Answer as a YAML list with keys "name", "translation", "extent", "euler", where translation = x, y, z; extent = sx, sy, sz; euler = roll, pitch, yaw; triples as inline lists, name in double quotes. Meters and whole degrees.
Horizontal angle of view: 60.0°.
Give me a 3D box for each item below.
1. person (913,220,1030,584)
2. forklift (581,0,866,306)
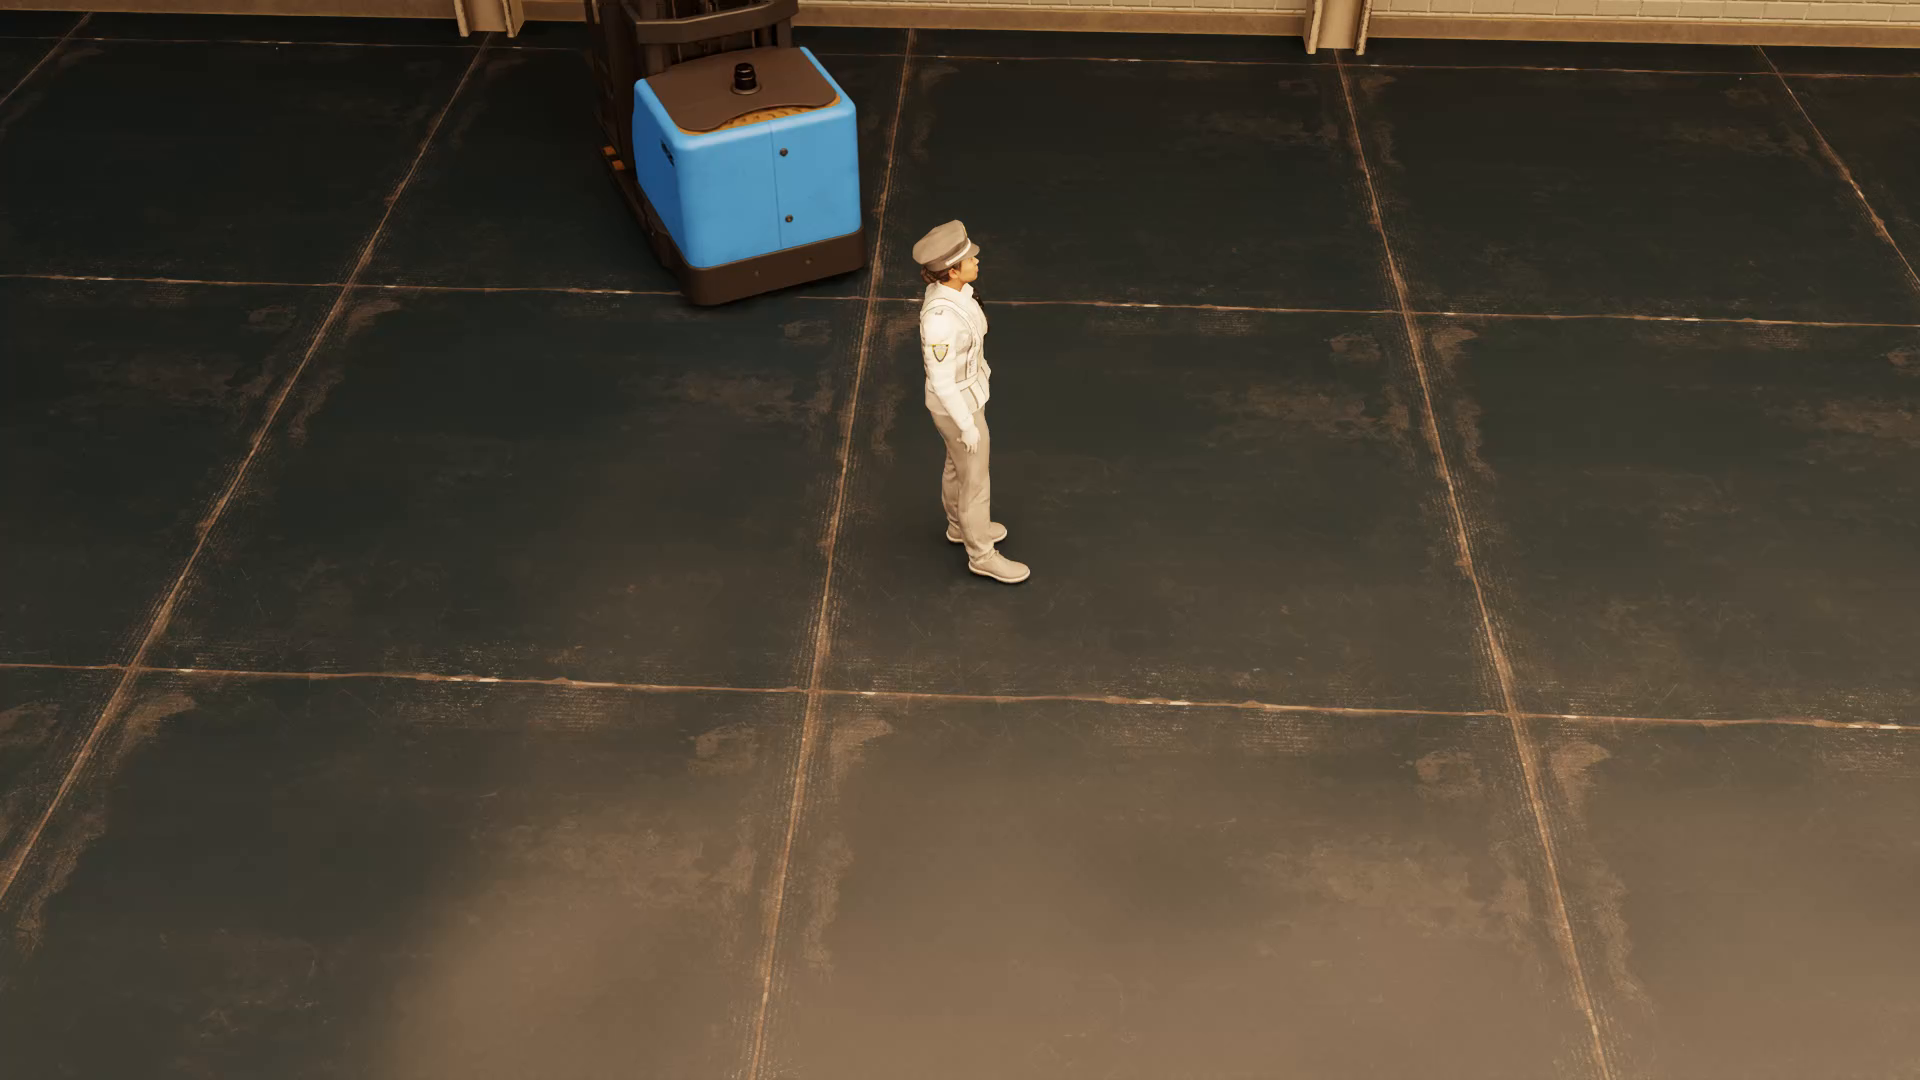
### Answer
- name: "person"
  translation: [0.068, -0.624, 7.332]
  extent: [0.532, 1.694, 0.586]
  euler: [2, 42, 2]
- name: "forklift"
  translation: [-1.613, -3.380, 9.445]
  extent: [1.130, 2.935, 3.031]
  euler: [-17, 45, -18]
